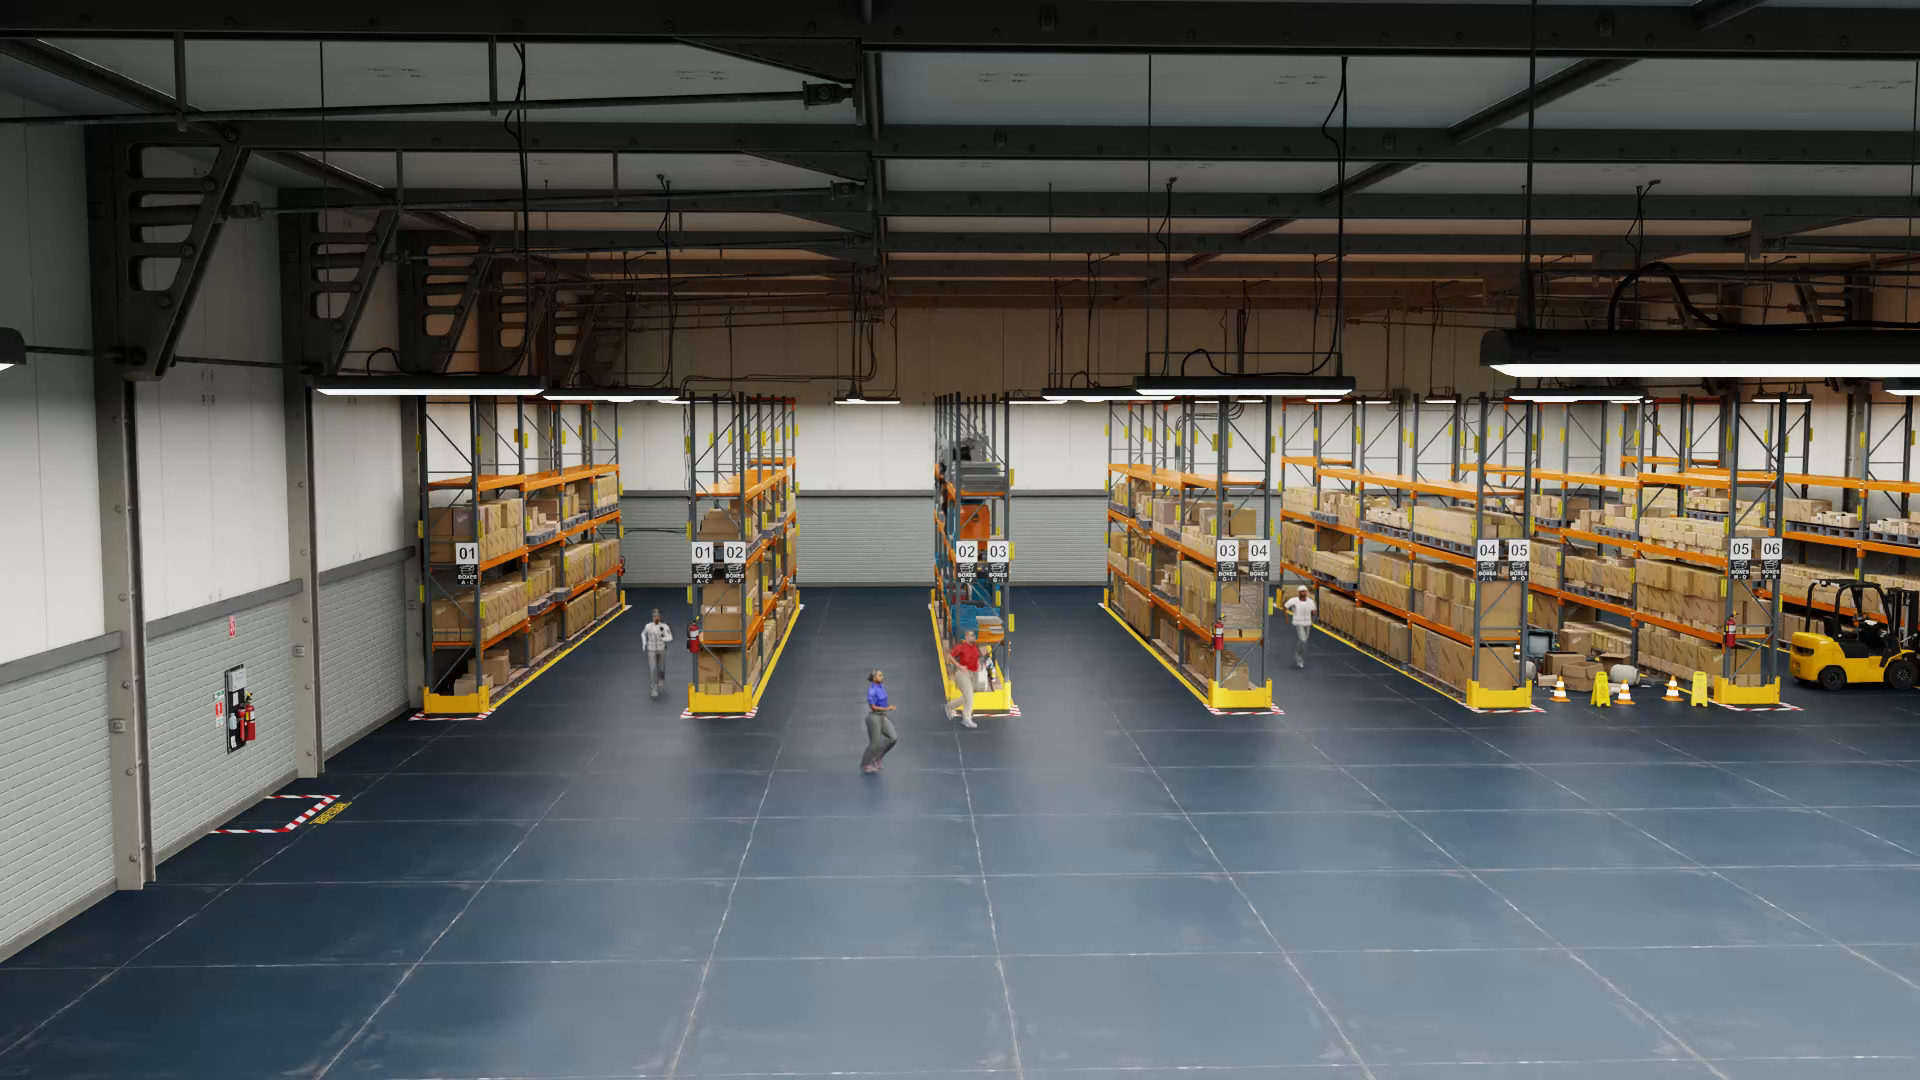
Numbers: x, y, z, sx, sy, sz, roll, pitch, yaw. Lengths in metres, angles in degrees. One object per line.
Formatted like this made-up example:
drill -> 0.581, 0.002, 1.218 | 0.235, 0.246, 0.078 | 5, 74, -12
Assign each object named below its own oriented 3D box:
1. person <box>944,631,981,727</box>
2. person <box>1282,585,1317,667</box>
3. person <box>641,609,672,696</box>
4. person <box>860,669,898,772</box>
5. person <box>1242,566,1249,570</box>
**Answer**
person -> 0.104, 2.487, 30.133 | 0.788, 1.701, 0.707 | 4, 6, 39
person -> 7.561, 1.903, 36.768 | 0.670, 1.819, 0.749 | -2, 5, -19
person -> -6.031, 2.208, 33.092 | 0.611, 1.676, 0.940 | -1, 5, -10
person -> -1.255, 2.818, 25.972 | 0.649, 1.628, 0.549 | 2, 5, 22
person -> 8.346, 1.017, 48.040 | 0.718, 1.739, 0.564 | 3, 6, 37
